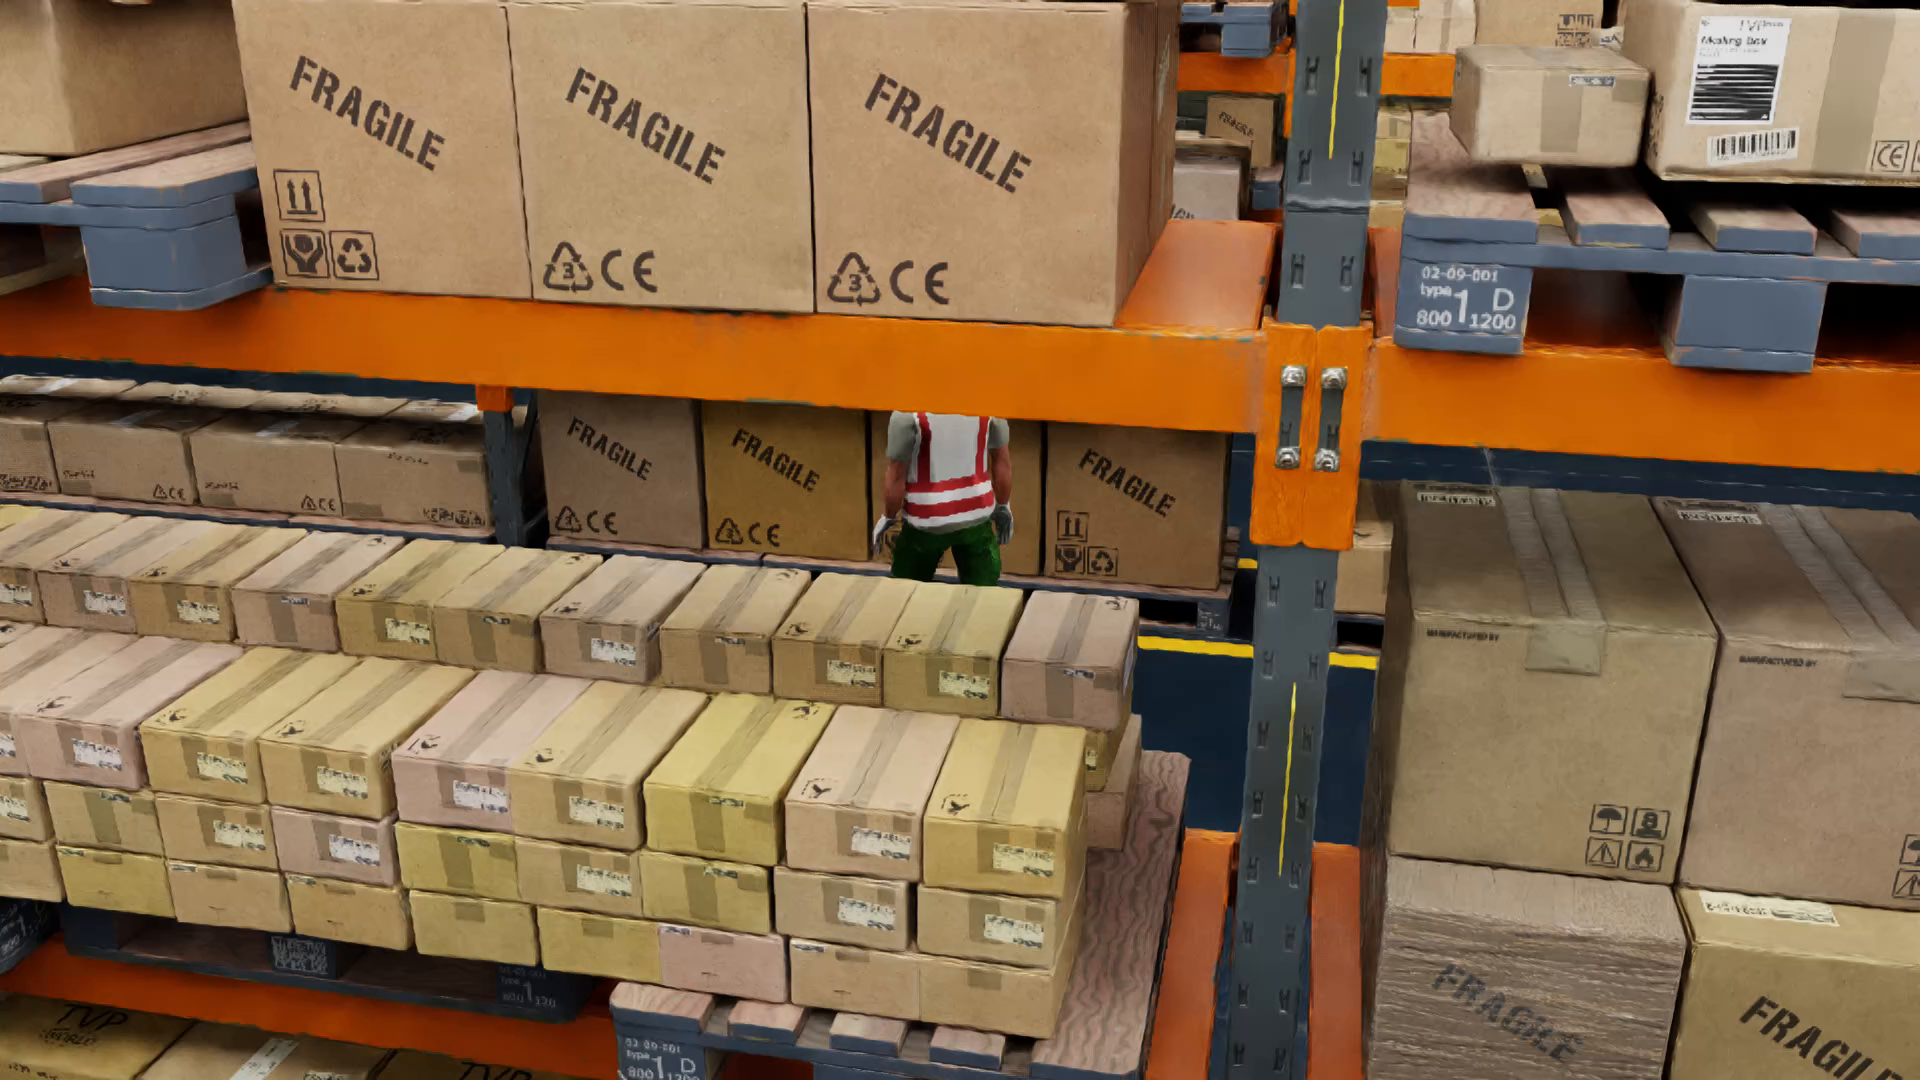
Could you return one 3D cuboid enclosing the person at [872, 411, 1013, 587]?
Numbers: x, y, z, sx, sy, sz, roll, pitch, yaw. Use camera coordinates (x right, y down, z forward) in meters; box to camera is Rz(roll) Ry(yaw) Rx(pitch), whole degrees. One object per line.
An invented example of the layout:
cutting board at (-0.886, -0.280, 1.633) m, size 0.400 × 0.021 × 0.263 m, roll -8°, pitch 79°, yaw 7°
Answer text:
person at (-0.051, -0.073, 7.225) m, size 0.634 × 1.776 × 0.509 m, roll -6°, pitch 22°, yaw -15°
